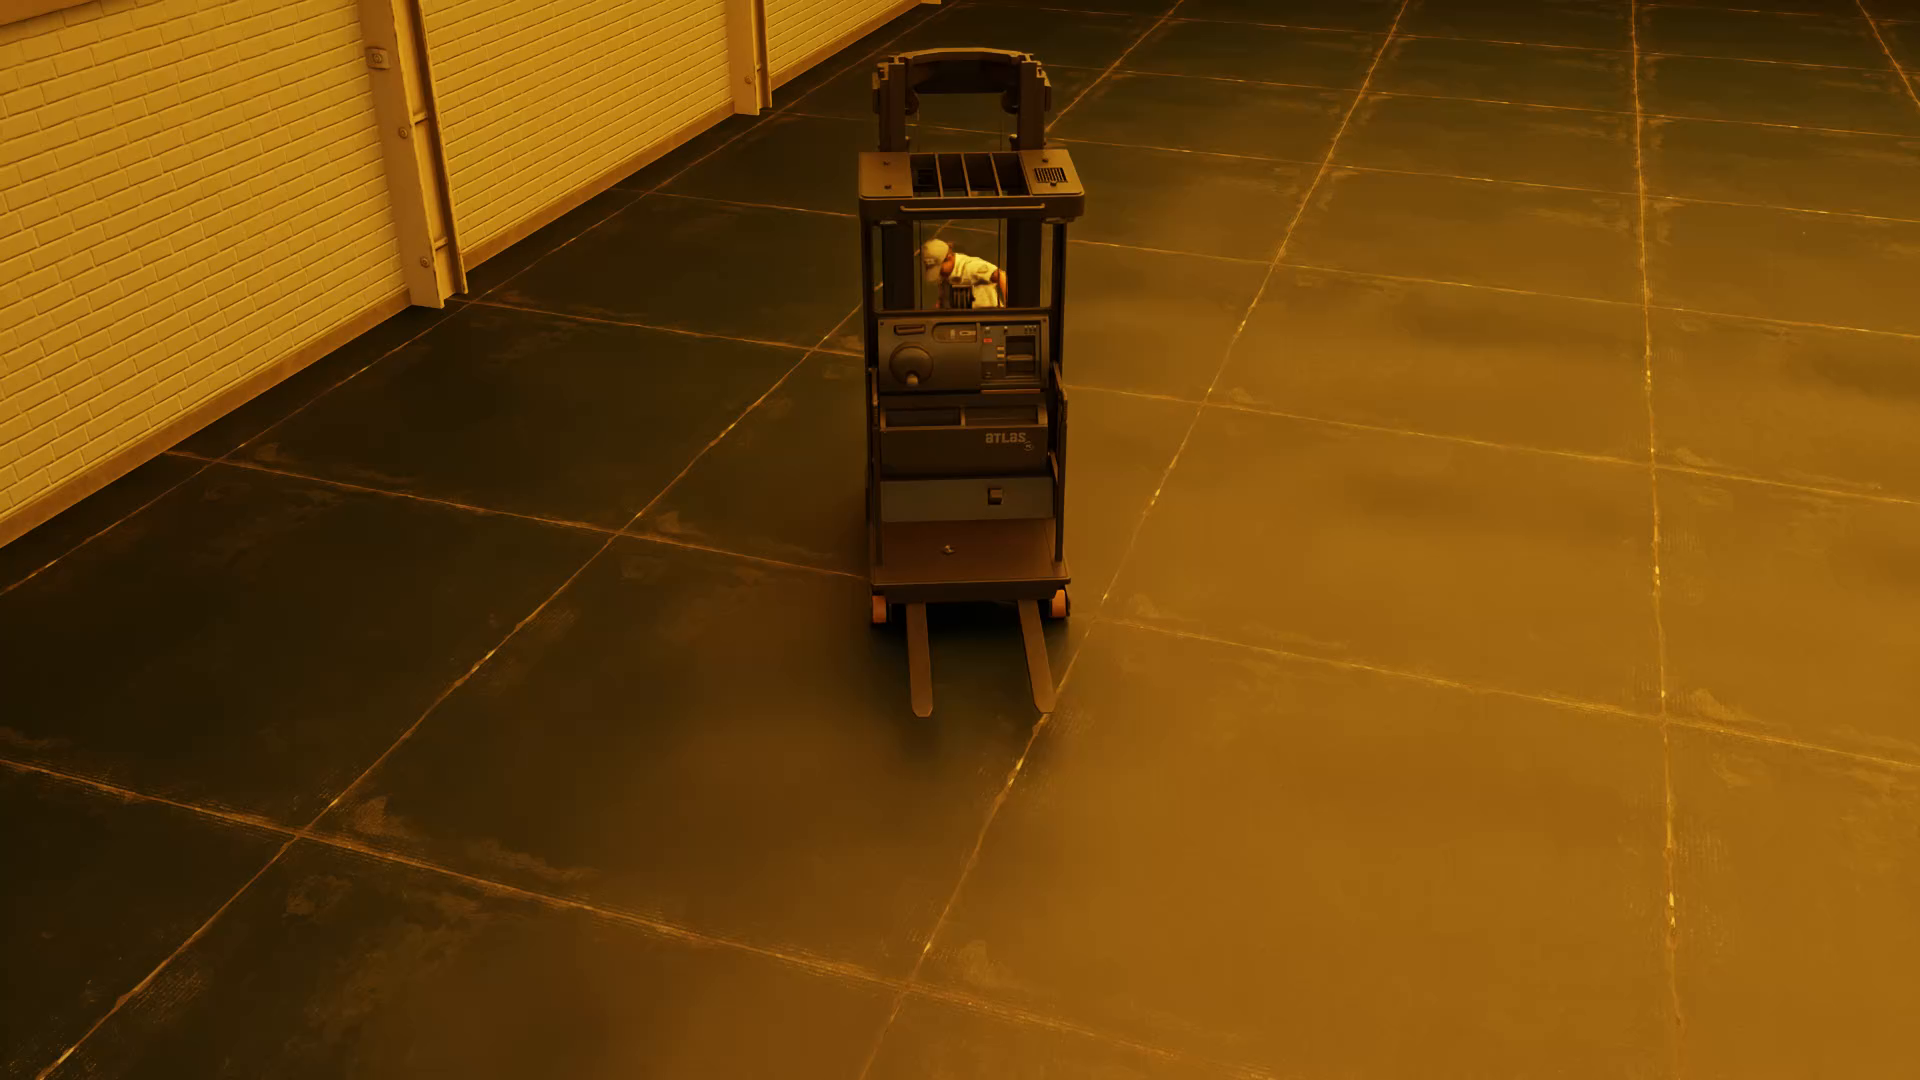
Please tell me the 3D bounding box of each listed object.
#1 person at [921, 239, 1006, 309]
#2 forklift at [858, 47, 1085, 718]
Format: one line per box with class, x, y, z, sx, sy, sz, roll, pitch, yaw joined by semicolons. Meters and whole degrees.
person;0.073;-1.313;11.027;0.675;1.370;1.169;-11;32;-19
forklift;0.035;-0.972;8.842;1.130;2.935;3.031;-2;30;-3
